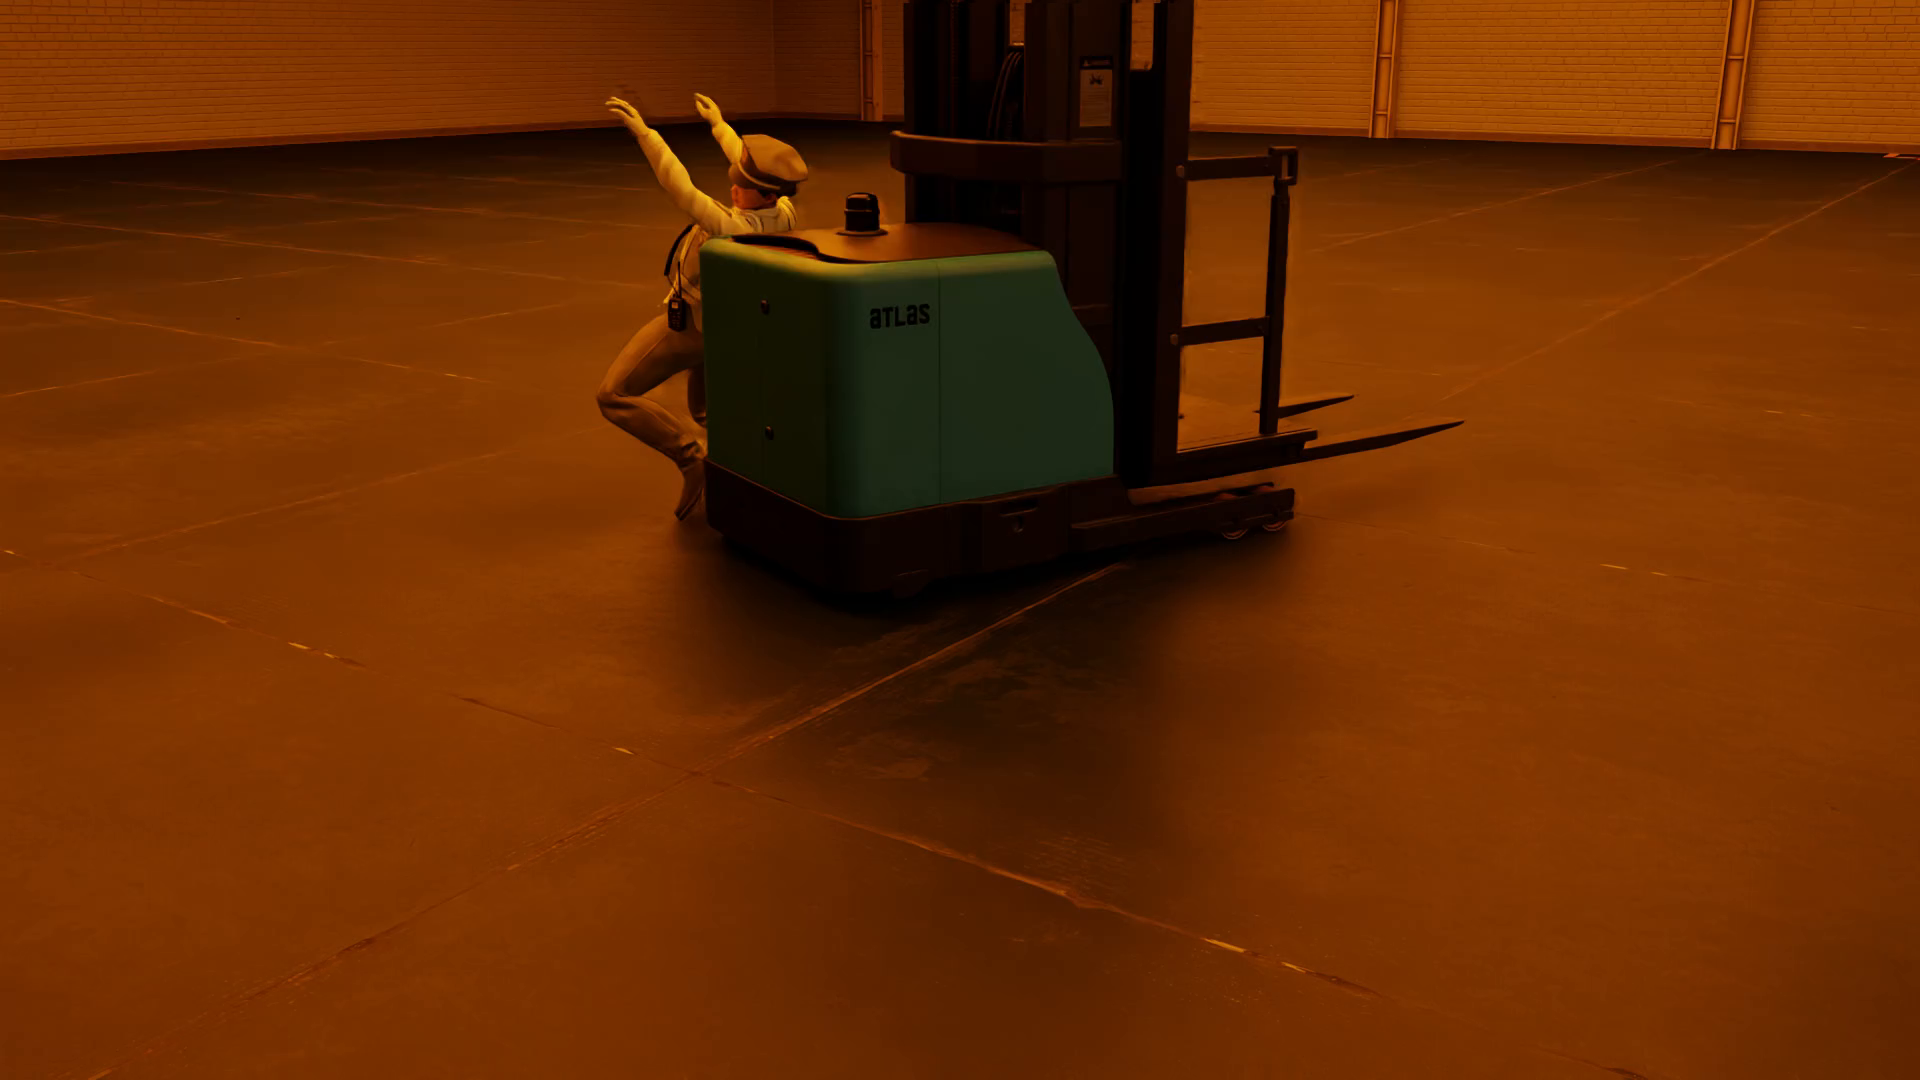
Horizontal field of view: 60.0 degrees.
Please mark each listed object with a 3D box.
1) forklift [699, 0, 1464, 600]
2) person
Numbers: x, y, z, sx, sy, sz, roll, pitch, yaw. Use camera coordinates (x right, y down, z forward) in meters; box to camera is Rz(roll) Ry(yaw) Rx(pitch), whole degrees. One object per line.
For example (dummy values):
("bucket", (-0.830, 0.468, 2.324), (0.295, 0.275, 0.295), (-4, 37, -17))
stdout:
("forklift", (0.615, -1.520, 5.915), (3.031, 2.935, 1.130), (-11, 20, -32))
("person", (-0.897, -0.836, 6.076), (0.760, 1.536, 0.880), (7, 18, 23))
